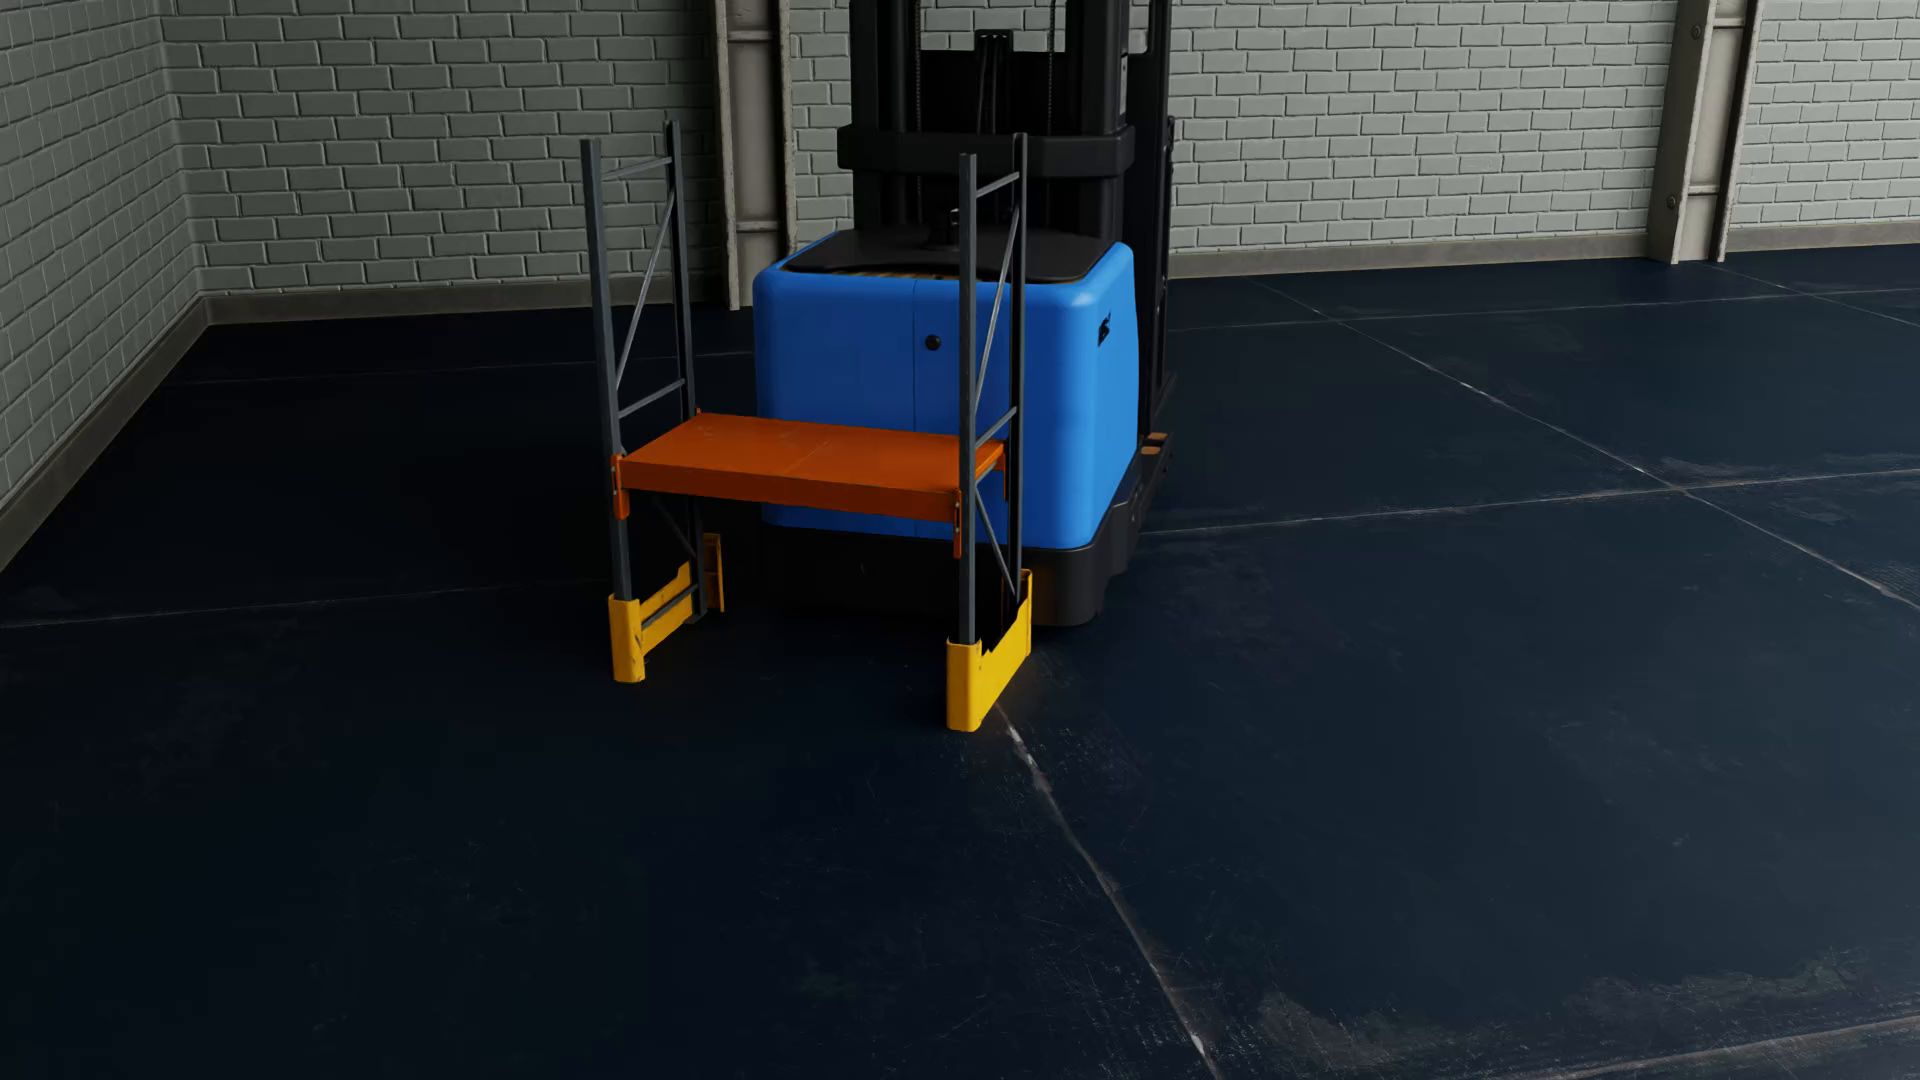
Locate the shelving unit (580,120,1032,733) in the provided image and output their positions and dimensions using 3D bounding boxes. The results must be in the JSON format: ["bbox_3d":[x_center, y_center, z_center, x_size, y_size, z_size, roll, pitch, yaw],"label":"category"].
[{"bbox_3d":[-0.388,-0.343,4.571,1.083,1.500,0.587,6,21,17],"label":"shelving unit"}]

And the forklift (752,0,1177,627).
[{"bbox_3d":[0.222,-1.592,5.901,1.130,2.935,3.031,5,21,13],"label":"forklift"}]

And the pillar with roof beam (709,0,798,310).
[{"bbox_3d":[-0.147,-4.141,4.037,0.400,9.000,9.100,-5,21,-12],"label":"pillar with roof beam"}]

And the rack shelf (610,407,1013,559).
[{"bbox_3d":[-0.396,-0.175,4.635,1.000,0.185,0.538,6,21,17],"label":"rack shelf"}]

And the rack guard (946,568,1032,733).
[{"bbox_3d":[0.087,0.296,4.643,0.087,0.250,0.587,6,21,17],"label":"rack guard"}]

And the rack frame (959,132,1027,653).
[{"bbox_3d":[0.088,-0.291,4.427,0.032,1.500,0.500,6,21,17],"label":"rack frame"}]

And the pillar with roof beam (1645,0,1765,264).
[{"bbox_3d":[5.692,-4.616,5.334,0.400,9.000,9.100,-5,21,-12],"label":"pillar with roof beam"}]

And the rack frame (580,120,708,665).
[{"bbox_3d":[-0.880,-0.397,4.719,0.032,1.500,0.500,6,21,17],"label":"rack frame"}]

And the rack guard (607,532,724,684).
[{"bbox_3d":[-0.862,0.191,4.929,0.087,0.250,0.587,6,21,17],"label":"rack guard"}]
